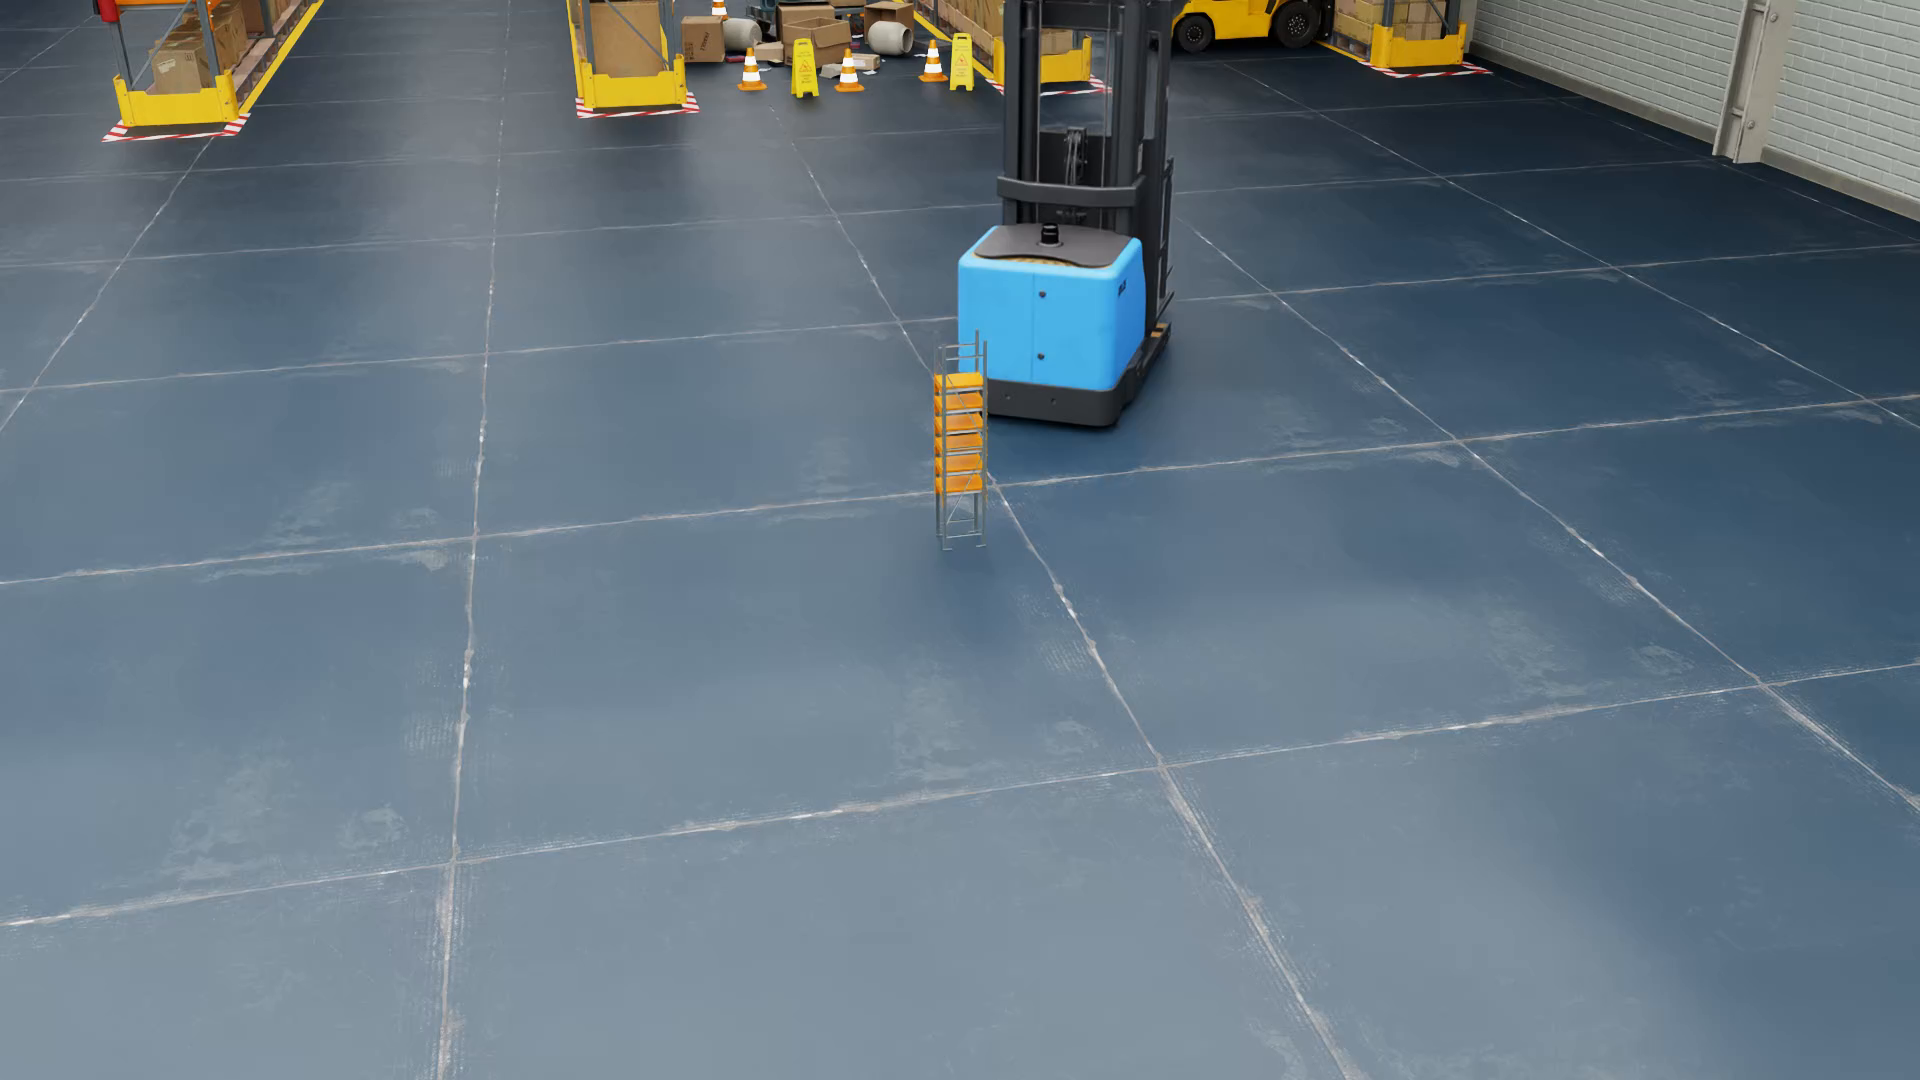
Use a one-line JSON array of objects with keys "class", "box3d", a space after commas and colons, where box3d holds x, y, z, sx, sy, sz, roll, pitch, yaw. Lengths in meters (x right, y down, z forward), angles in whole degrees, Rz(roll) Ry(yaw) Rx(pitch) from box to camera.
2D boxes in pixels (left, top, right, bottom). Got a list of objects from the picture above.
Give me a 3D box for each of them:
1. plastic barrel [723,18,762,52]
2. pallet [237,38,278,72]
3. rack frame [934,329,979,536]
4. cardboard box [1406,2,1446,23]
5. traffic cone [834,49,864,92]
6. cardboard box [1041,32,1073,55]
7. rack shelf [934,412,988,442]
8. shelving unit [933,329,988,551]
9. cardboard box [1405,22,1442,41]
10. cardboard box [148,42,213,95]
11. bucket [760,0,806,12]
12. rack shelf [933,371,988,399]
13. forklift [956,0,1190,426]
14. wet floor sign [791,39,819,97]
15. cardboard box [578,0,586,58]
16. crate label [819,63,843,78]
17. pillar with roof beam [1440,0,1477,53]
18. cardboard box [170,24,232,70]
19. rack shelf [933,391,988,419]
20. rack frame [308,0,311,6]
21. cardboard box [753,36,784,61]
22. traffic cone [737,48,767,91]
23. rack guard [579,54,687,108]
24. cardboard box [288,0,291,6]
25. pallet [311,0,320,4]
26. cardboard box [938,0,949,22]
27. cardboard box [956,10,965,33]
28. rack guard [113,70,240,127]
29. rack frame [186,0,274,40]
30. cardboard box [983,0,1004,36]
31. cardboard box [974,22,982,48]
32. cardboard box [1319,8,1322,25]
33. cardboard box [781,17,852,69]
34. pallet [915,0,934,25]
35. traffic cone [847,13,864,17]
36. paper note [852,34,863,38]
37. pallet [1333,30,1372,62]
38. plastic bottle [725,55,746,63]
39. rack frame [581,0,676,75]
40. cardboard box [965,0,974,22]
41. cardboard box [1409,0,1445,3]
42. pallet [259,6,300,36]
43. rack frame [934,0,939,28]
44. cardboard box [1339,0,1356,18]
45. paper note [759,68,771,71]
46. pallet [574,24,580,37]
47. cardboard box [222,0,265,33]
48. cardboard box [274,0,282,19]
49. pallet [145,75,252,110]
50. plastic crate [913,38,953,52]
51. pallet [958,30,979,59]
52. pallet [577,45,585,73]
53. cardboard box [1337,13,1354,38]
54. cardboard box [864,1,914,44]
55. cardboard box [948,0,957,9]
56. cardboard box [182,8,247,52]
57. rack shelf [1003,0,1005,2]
[{"class": "plastic barrel", "box3d": [-2.925, -6.691, 22.036, 0.512, 0.421, 0.421, 13, 30, 24]}, {"class": "pallet", "box3d": [-9.344, -6.188, 21.275, 1.003, 0.211, 1.213, -6, 27, -12]}, {"class": "rack frame", "box3d": [-0.017, -0.569, 9.047, 0.240, 1.200, 0.006, -6, 27, -12]}, {"class": "cardboard box", "box3d": [5.958, -6.890, 21.603, 0.500, 0.250, 0.500, -5, 27, -11]}, {"class": "traffic cone", "box3d": [-1.332, -5.637, 19.905, 0.336, 0.463, 0.334, -6, 27, -12]}, {"class": "cardboard box", "box3d": [1.114, -6.316, 21.020, 0.500, 0.250, 0.500, -6, 27, -12]}, {"class": "rack shelf", "box3d": [0.003, -0.597, 8.933, 0.258, 0.103, 0.180, -6, 27, -12]}, {"class": "shelving unit", "box3d": [0.003, -0.529, 8.967, 0.258, 1.200, 0.189, -6, 27, -12]}, {"class": "cardboard box", "box3d": [5.942, -6.675, 21.731, 0.500, 0.250, 0.500, -6, 27, -11]}, {"class": "cardboard box", "box3d": [-8.753, -5.315, 18.759, 0.500, 0.500, 0.500, -1, 27, -2]}, {"class": "bucket", "box3d": [-2.398, -7.575, 22.874, 0.726, 0.611, 0.620, 3, 17, 6]}, {"class": "rack shelf", "box3d": [0.003, -0.811, 8.825, 0.258, 0.103, 0.180, -6, 27, -12]}, {"class": "forklift", "box3d": [0.895, -2.672, 11.291, 1.130, 2.935, 3.031, 8, 28, 15]}, {"class": "wet floor sign", "box3d": [-1.838, -5.564, 19.558, 0.267, 0.644, 0.232, -11, 29, -20]}, {"class": "cardboard box", "box3d": [-4.191, -6.343, 20.380, 0.875, 0.875, 0.875, -6, 27, -12]}, {"class": "crate label", "box3d": [-1.569, -5.831, 20.650, 0.250, 0.136, 0.298, -23, 35, -38]}, {"class": "pillar with roof beam", "box3d": [2.389, -10.118, 19.309, 9.100, 9.000, 0.400, -6, 27, -12]}, {"class": "cardboard box", "box3d": [-9.044, -5.851, 19.821, 0.500, 0.500, 0.500, -3, 27, -7]}, {"class": "rack shelf", "box3d": [0.003, -0.704, 8.879, 0.258, 0.103, 0.180, -6, 27, -12]}, {"class": "rack frame", "box3d": [-10.431, -9.480, 24.702, 1.000, 3.000, 0.127, -6, 27, -12]}, {"class": "cardboard box", "box3d": [-2.493, -6.395, 21.625, 0.396, 0.266, 0.258, -1, 27, -3]}, {"class": "traffic cone", "box3d": [-2.509, -5.672, 19.973, 0.336, 0.463, 0.334, -6, 27, -12]}, {"class": "rack guard", "box3d": [-3.768, -5.300, 19.197, 1.175, 0.500, 0.348, -6, 27, -12]}, {"class": "cardboard box", "box3d": [-10.123, -8.026, 24.108, 0.700, 0.500, 0.500, -8, 28, -16]}, {"class": "pallet", "box3d": [-10.536, -8.589, 26.032, 1.003, 0.211, 1.213, -6, 27, -12]}, {"class": "cardboard box", "box3d": [-0.005, -7.403, 23.175, 0.500, 0.250, 0.500, -7, 28, -14]}, {"class": "cardboard box", "box3d": [0.249, -6.938, 22.252, 0.500, 0.250, 0.500, -6, 27, -12]}, {"class": "rack guard", "box3d": [-8.646, -4.885, 18.374, 1.175, 0.500, 0.348, -6, 27, -12]}, {"class": "rack frame", "box3d": [-9.530, -7.724, 21.223, 1.000, 3.000, 0.127, -6, 27, -12]}, {"class": "cardboard box", "box3d": [0.592, -6.594, 20.738, 0.500, 0.500, 0.500, -6, 27, -11]}, {"class": "cardboard box", "box3d": [0.473, -6.490, 21.364, 0.500, 0.250, 0.500, -6, 27, -11]}, {"class": "cardboard box", "box3d": [5.102, -7.279, 22.929, 0.500, 0.250, 0.500, -5, 27, -10]}, {"class": "cardboard box", "box3d": [-1.836, -6.373, 21.319, 0.637, 0.503, 0.797, 19, 32, 32]}, {"class": "pallet", "box3d": [-0.052, -7.827, 24.522, 1.003, 0.211, 1.213, -6, 27, -12]}, {"class": "traffic cone", "box3d": [-1.518, -8.000, 24.586, 0.336, 0.463, 0.334, -6, 27, -12]}, {"class": "paper note", "box3d": [-1.418, -6.999, 23.082, 0.148, 0.019, 0.142, -6, 27, -12]}, {"class": "pallet", "box3d": [5.649, -6.566, 22.025, 1.003, 0.211, 1.213, -6, 27, -12]}, {"class": "plastic bottle", "box3d": [-2.882, -6.225, 21.516, 0.283, 0.061, 0.133, -16, 31, -29]}, {"class": "rack frame", "box3d": [-3.773, -6.427, 18.654, 1.000, 3.000, 0.127, -6, 27, -12]}, {"class": "cardboard box", "box3d": [0.364, -7.045, 21.632, 0.500, 0.500, 0.500, -7, 28, -13]}, {"class": "cardboard box", "box3d": [5.938, -7.116, 21.496, 0.500, 0.250, 0.500, -6, 27, -12]}, {"class": "pallet", "box3d": [-9.985, -7.357, 23.592, 1.003, 0.211, 1.213, -6, 27, -12]}, {"class": "rack frame", "box3d": [0.125, -8.730, 23.217, 1.000, 3.000, 0.127, -6, 27, -12]}, {"class": "cardboard box", "box3d": [5.345, -7.066, 21.951, 0.500, 0.250, 0.500, -6, 27, -12]}, {"class": "paper note", "box3d": [-2.463, -5.943, 20.993, 0.144, 0.017, 0.142, 3, 27, 6]}, {"class": "pallet", "box3d": [-4.922, -7.269, 23.418, 1.003, 0.211, 1.213, -6, 27, -12]}, {"class": "cardboard box", "box3d": [-9.647, -7.076, 22.226, 0.700, 0.500, 0.500, -8, 28, -16]}, {"class": "cardboard box", "box3d": [-9.863, -7.533, 23.131, 0.700, 0.500, 0.500, -8, 28, -16]}, {"class": "pallet", "box3d": [-8.794, -5.116, 19.152, 1.003, 0.211, 1.213, -6, 27, -12]}, {"class": "plastic crate", "box3d": [-0.320, -6.654, 22.344, 0.402, 0.080, 0.583, -16, 31, -29]}, {"class": "pallet", "box3d": [0.589, -6.657, 22.205, 1.003, 0.211, 1.213, -6, 27, -12]}, {"class": "pallet", "box3d": [-4.301, -6.060, 21.021, 1.003, 0.211, 1.213, -6, 27, -12]}, {"class": "cardboard box", "box3d": [5.345, -6.833, 22.044, 0.500, 0.250, 0.500, -6, 27, -12]}, {"class": "cardboard box", "box3d": [-0.959, -7.007, 22.574, 0.500, 0.500, 0.500, 13, 30, 24]}, {"class": "cardboard box", "box3d": [0.127, -7.504, 22.542, 0.500, 0.500, 0.500, -5, 27, -10]}, {"class": "cardboard box", "box3d": [-9.342, -6.365, 20.839, 0.500, 0.500, 0.500, 2, 27, 5]}, {"class": "rack shelf", "box3d": [0.576, -7.531, 21.640, 1.077, 0.370, 4.000, -6, 27, -12]}]
